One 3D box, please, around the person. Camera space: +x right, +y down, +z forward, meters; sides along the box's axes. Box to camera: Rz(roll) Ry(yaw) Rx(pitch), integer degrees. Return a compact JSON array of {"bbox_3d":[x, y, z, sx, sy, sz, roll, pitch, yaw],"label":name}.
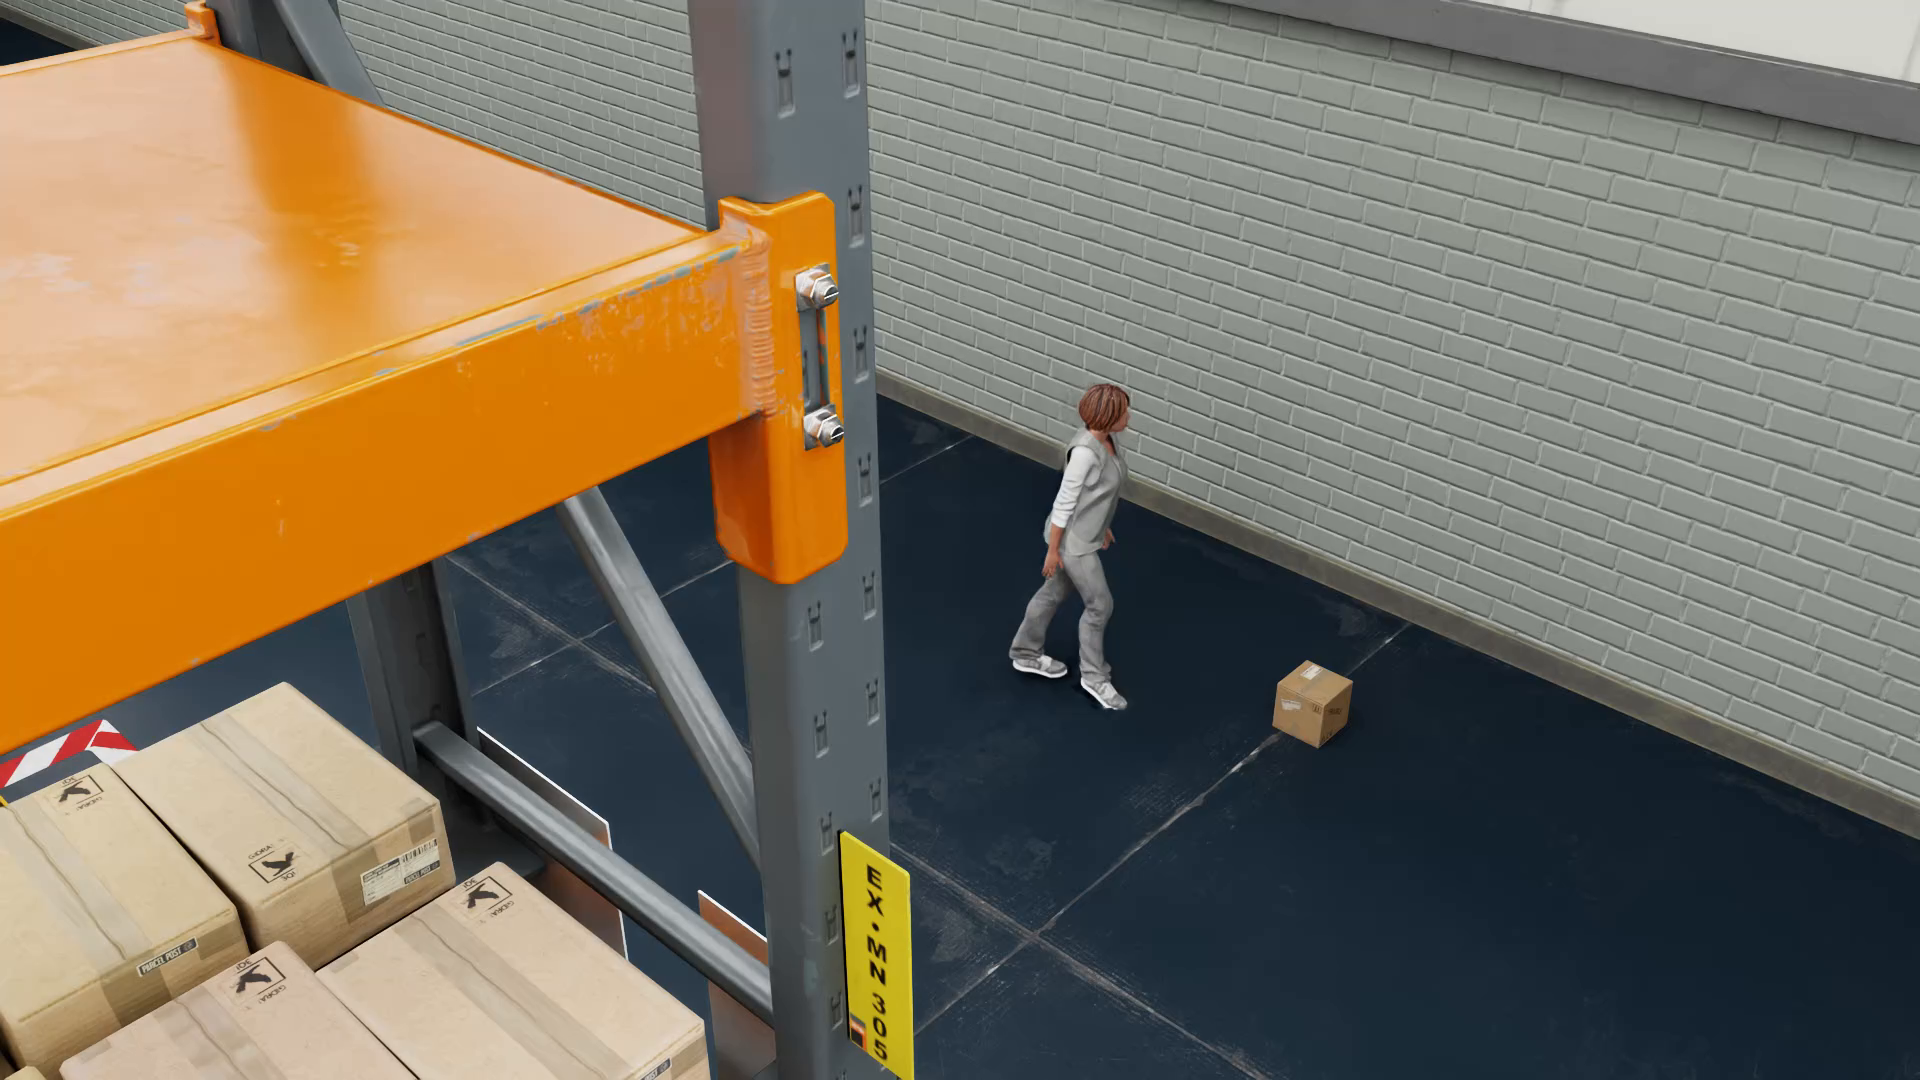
[{"bbox_3d":[0.533,0.006,7.654,0.601,1.620,0.443,6,32,10],"label":"person"}]
